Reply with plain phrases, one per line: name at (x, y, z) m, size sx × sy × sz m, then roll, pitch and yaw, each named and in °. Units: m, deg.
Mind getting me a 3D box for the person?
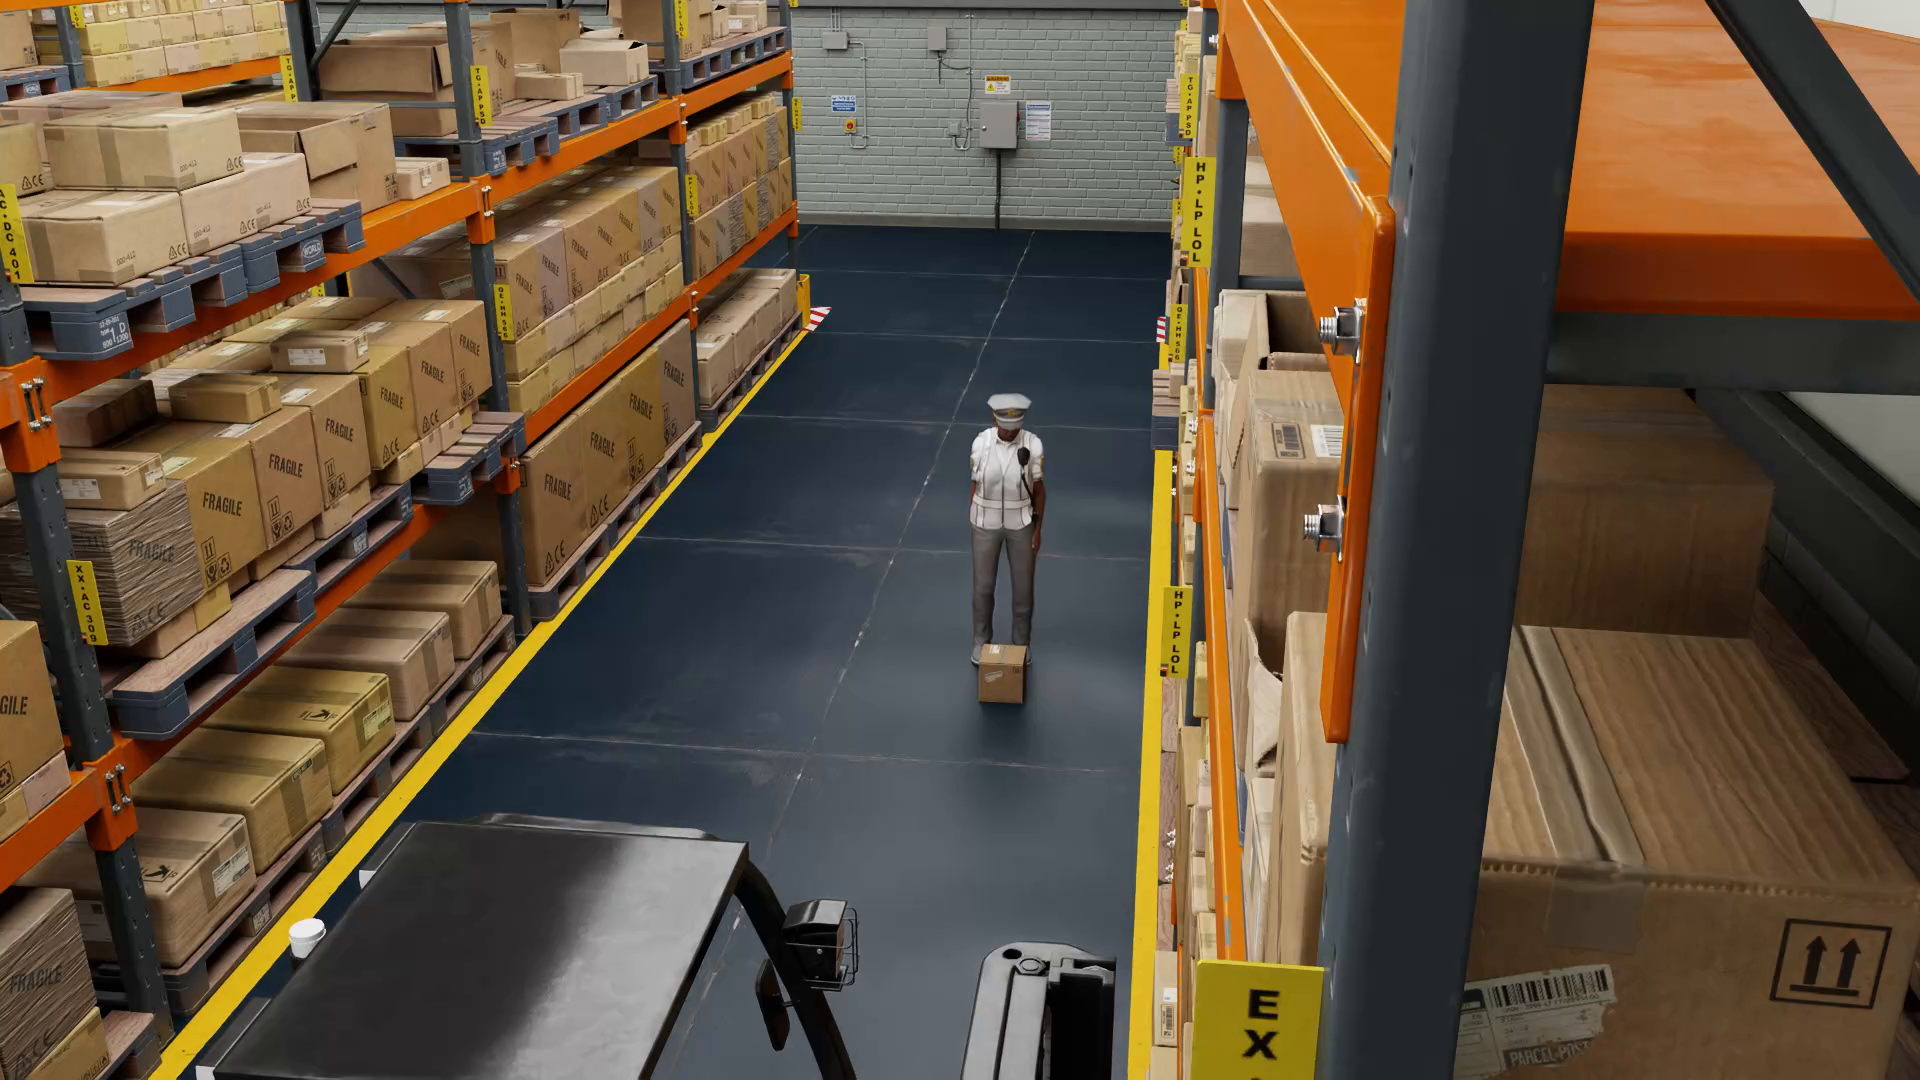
person at (0.278, -0.060, 9.765) m, size 0.441 × 1.654 × 0.337 m, roll 1°, pitch 21°, yaw 3°
